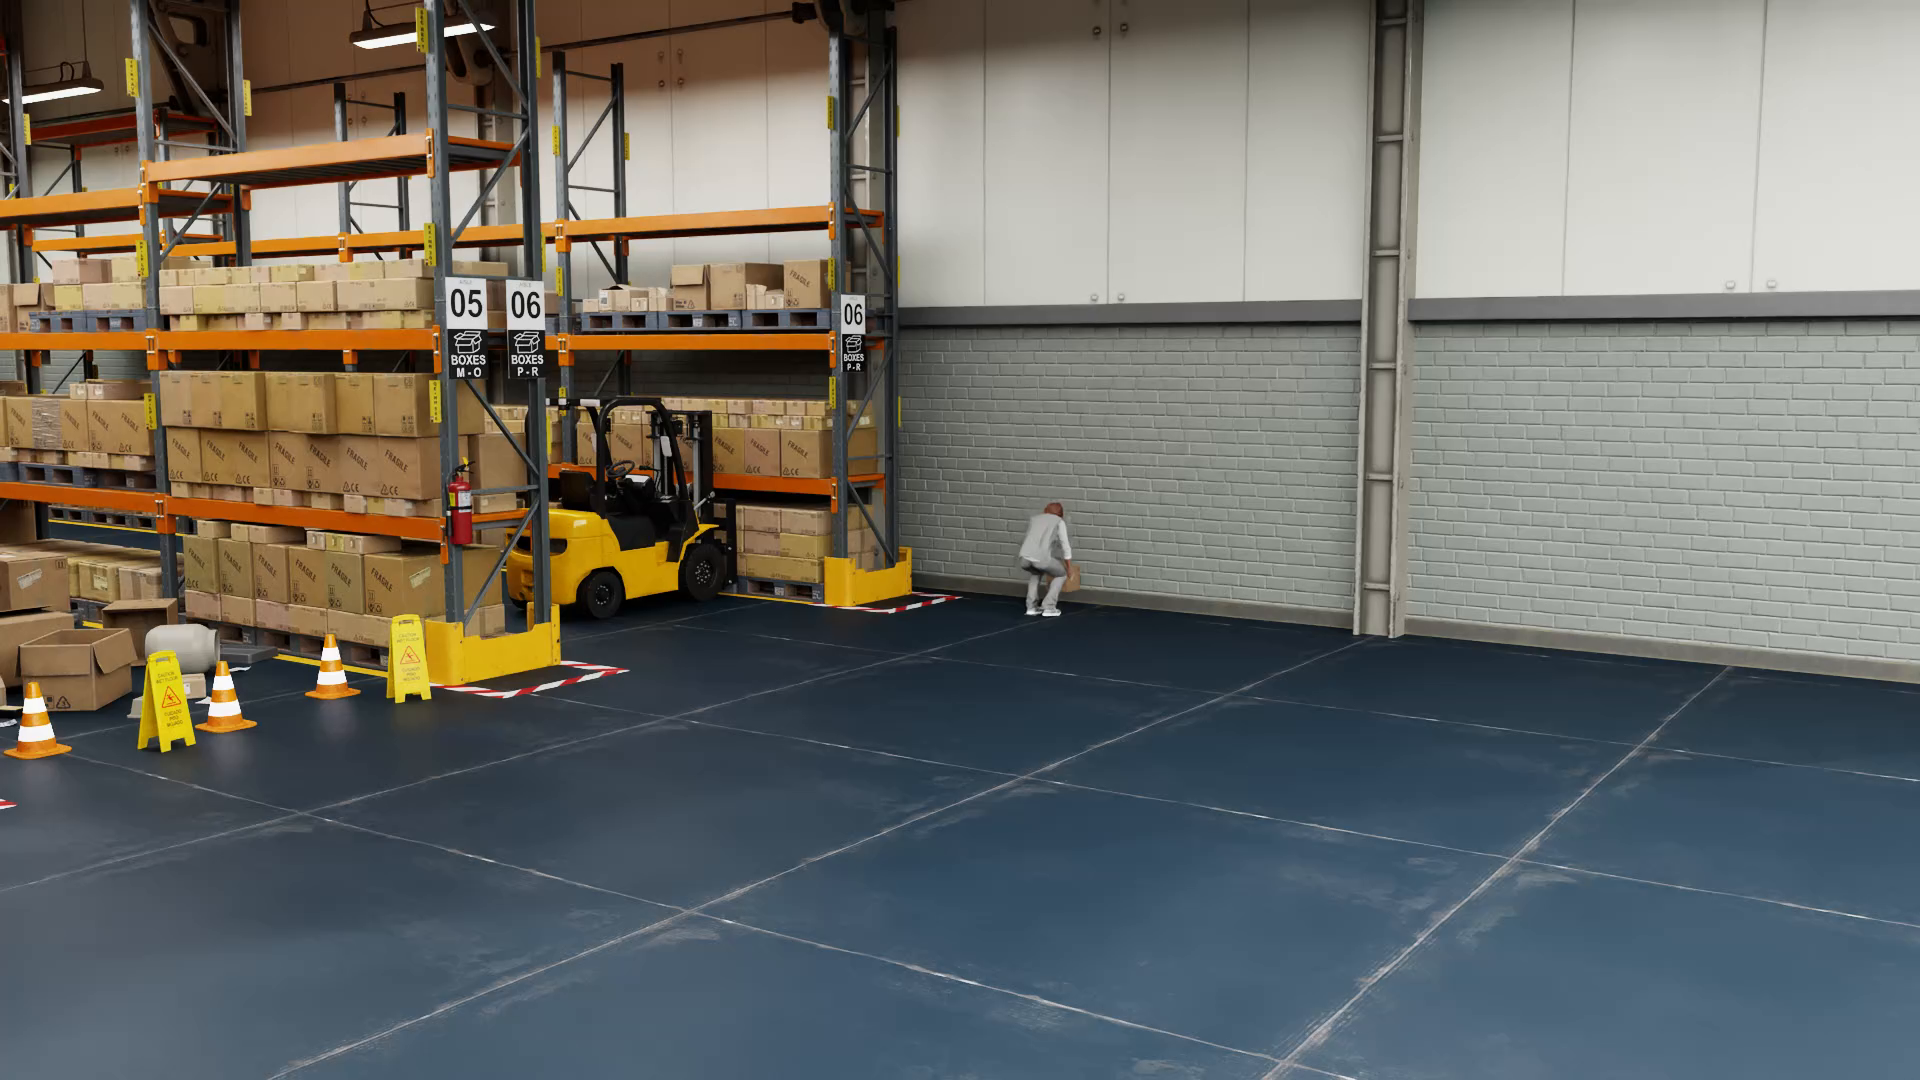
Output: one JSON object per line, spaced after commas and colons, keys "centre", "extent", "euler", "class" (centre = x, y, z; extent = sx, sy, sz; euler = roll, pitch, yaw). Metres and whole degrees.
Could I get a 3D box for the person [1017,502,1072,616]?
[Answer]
{"centre": [0.828, 0.202, 16.642], "extent": [0.464, 1.097, 0.738], "euler": [4, 8, 33], "class": "person"}
